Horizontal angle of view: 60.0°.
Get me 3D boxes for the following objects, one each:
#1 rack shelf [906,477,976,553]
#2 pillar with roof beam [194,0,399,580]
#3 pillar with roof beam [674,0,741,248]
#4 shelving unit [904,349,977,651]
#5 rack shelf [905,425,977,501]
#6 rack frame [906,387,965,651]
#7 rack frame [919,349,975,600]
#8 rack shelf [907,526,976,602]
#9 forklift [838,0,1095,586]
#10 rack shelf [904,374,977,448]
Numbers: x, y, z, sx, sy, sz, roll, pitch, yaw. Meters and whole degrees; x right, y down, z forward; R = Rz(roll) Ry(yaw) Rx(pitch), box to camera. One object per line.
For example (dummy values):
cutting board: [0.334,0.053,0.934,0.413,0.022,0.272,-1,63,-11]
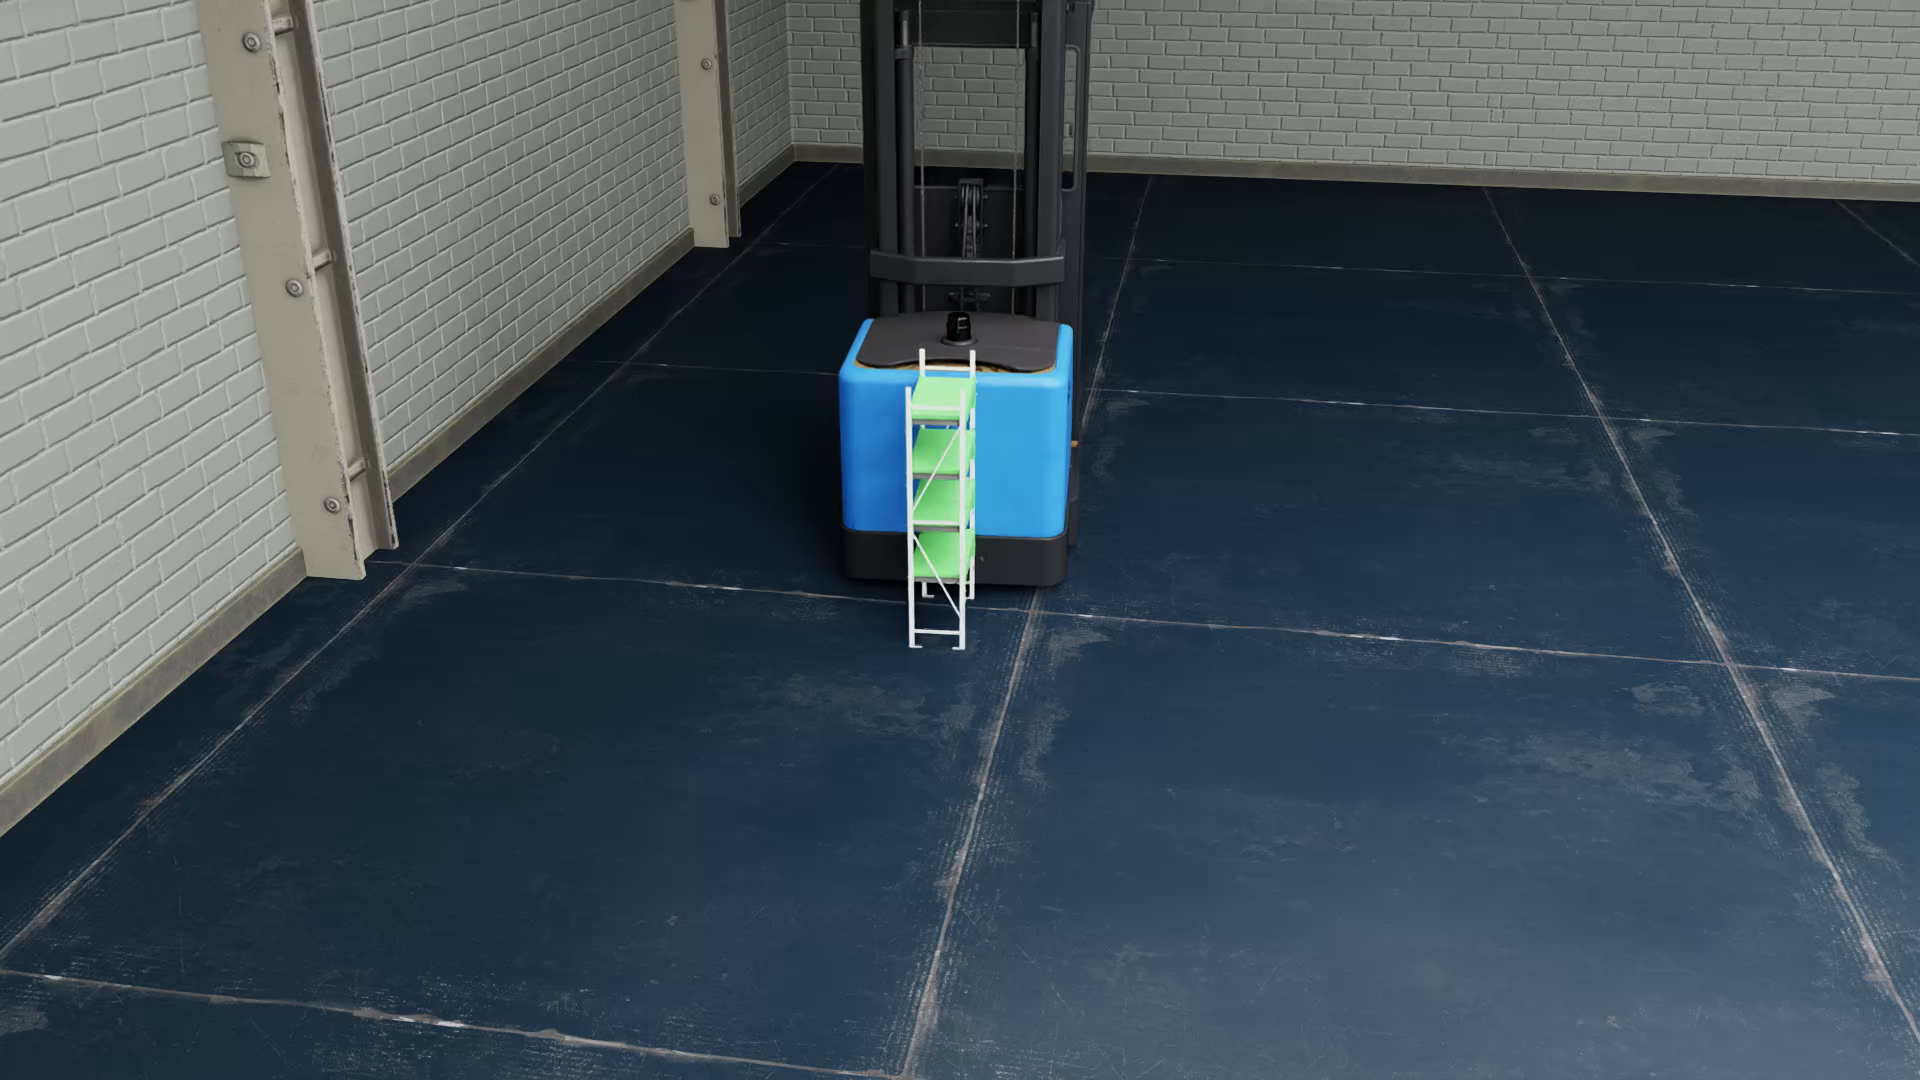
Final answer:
rack shelf: [-0.078,-0.115,7.232,0.258,0.148,0.480,2,25,5]
pillar with roof beam: [1.300,-3.682,5.501,9.100,9.000,0.400,4,25,9]
pillar with roof beam: [2.281,-6.191,10.862,9.100,9.000,0.400,4,25,9]
shelving unit: [-0.078,-0.173,7.205,0.258,1.200,0.503,2,25,5]
rack shelf: [-0.078,-0.333,7.130,0.258,0.148,0.480,2,25,5]
rack frame: [-0.100,-0.070,6.985,0.240,1.200,0.015,2,25,5]
rack frame: [-0.055,-0.276,7.425,0.240,1.200,0.015,2,25,5]
rack shelf: [-0.078,0.102,7.334,0.258,0.148,0.480,2,25,5]
forklift: [0.097,-1.706,8.437,1.130,2.935,3.031,2,25,5]
rack shelf: [-0.078,-0.550,7.028,0.258,0.148,0.480,2,25,5]
